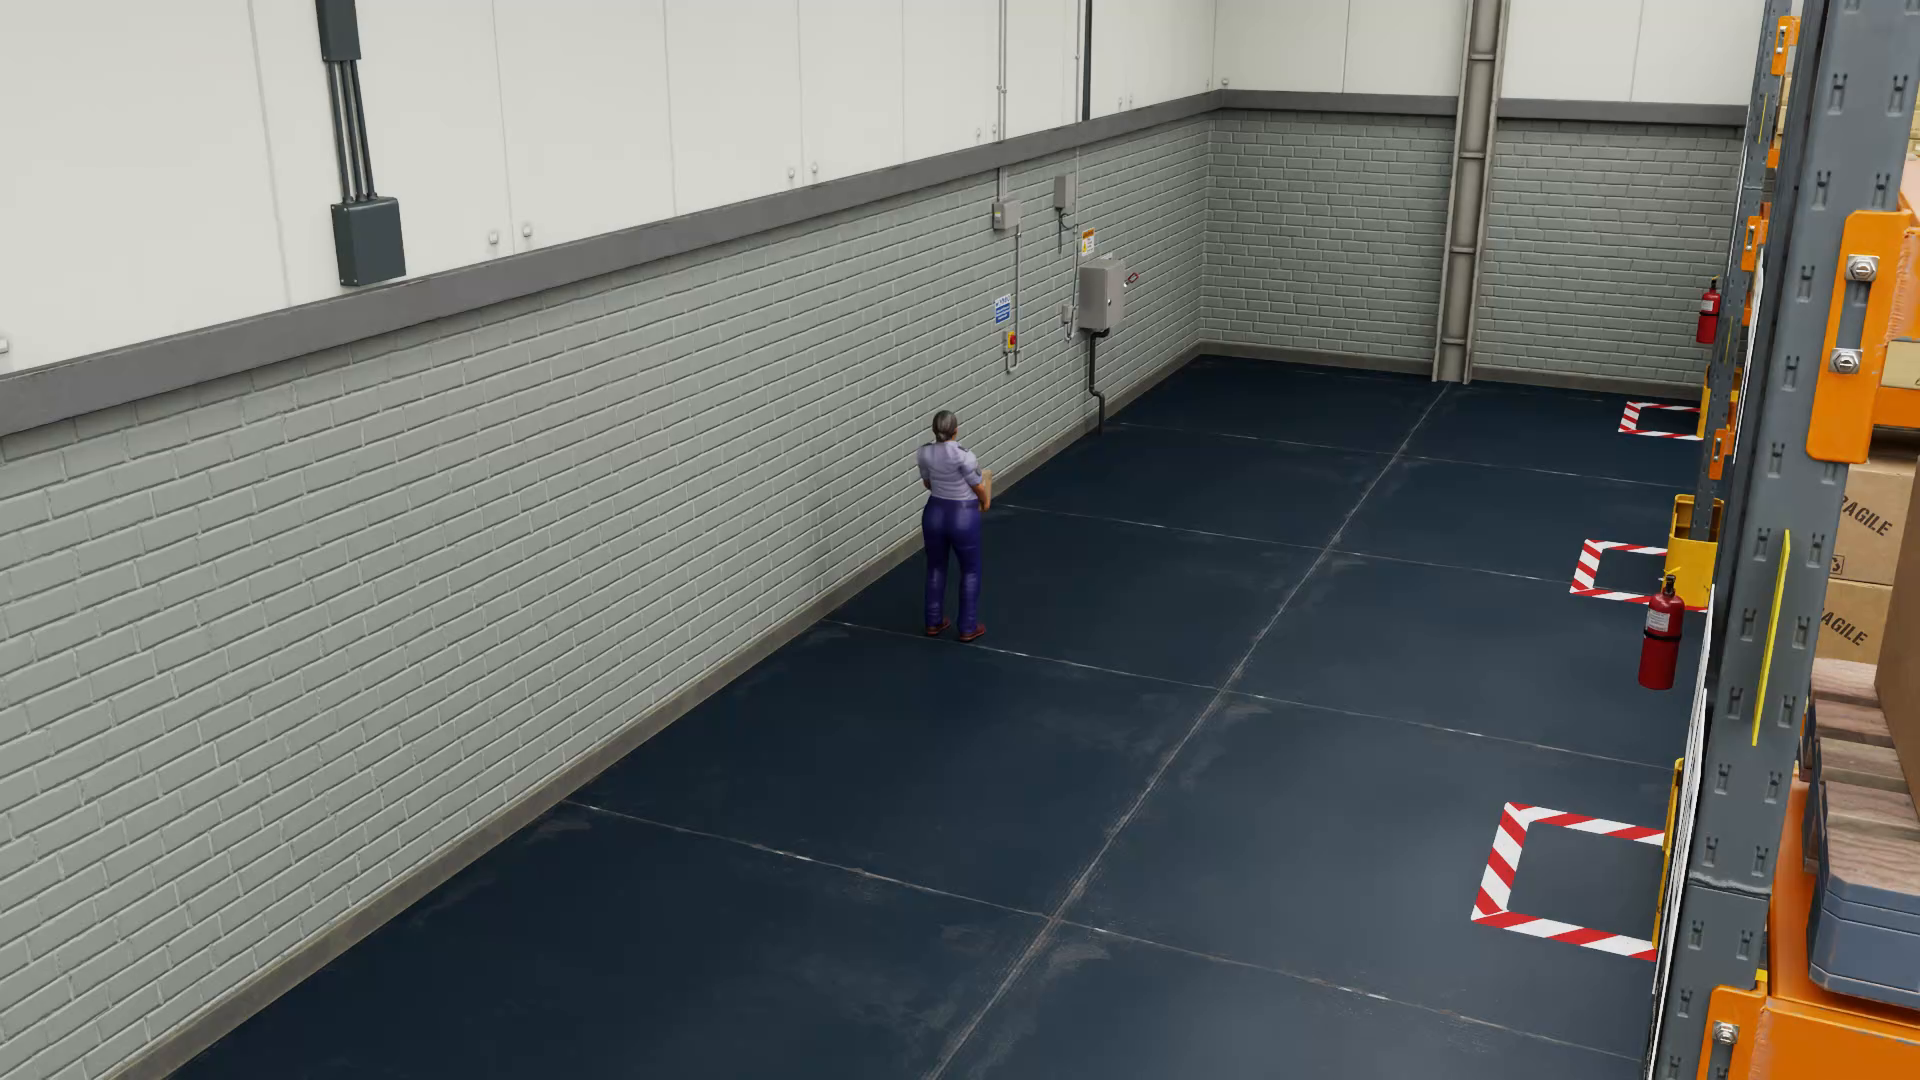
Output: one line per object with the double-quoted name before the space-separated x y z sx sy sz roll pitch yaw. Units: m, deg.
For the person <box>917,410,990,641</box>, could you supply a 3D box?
"person" -0.030 -0.136 11.497 0.452 1.634 0.516 8 21 23
